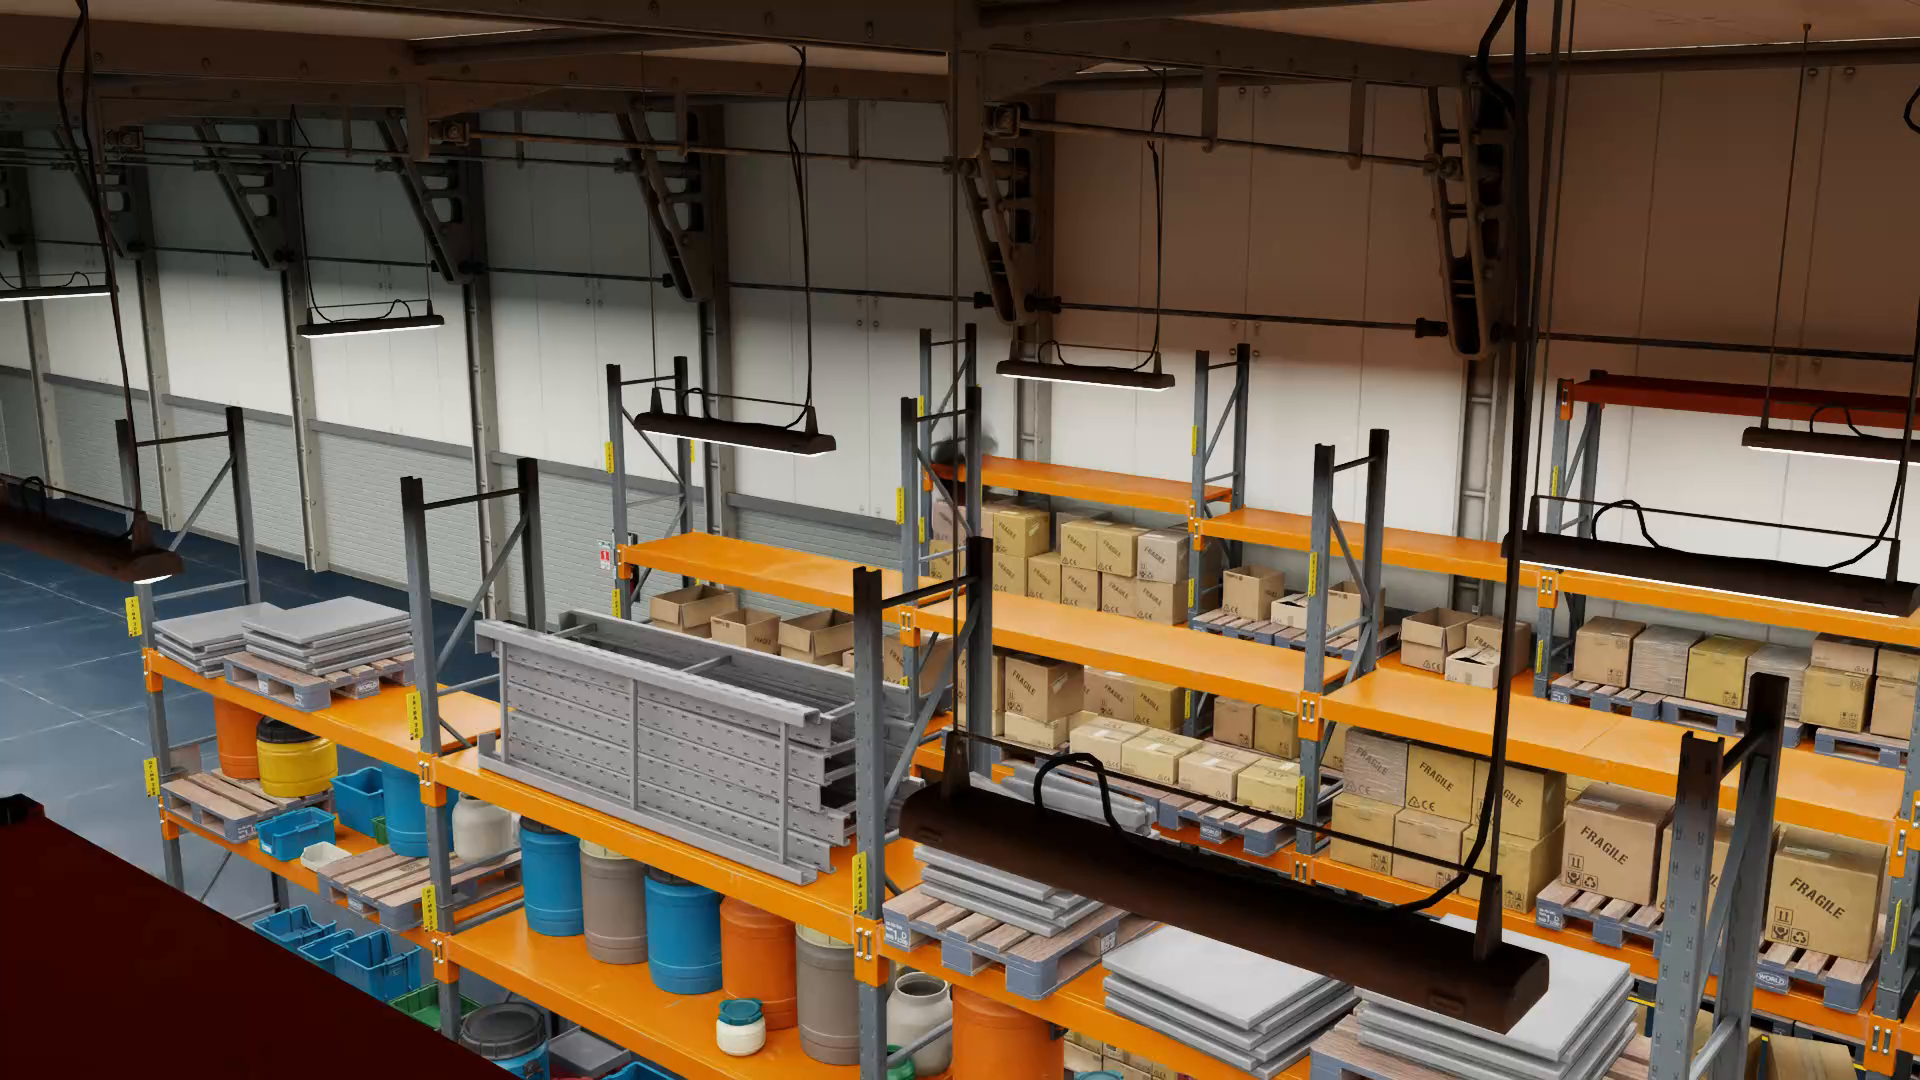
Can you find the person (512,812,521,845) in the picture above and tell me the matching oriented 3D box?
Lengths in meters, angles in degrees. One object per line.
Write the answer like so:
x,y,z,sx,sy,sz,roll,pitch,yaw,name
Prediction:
-4.947,2.956,19.243,0.667,1.728,0.740,-5,13,-20,person
